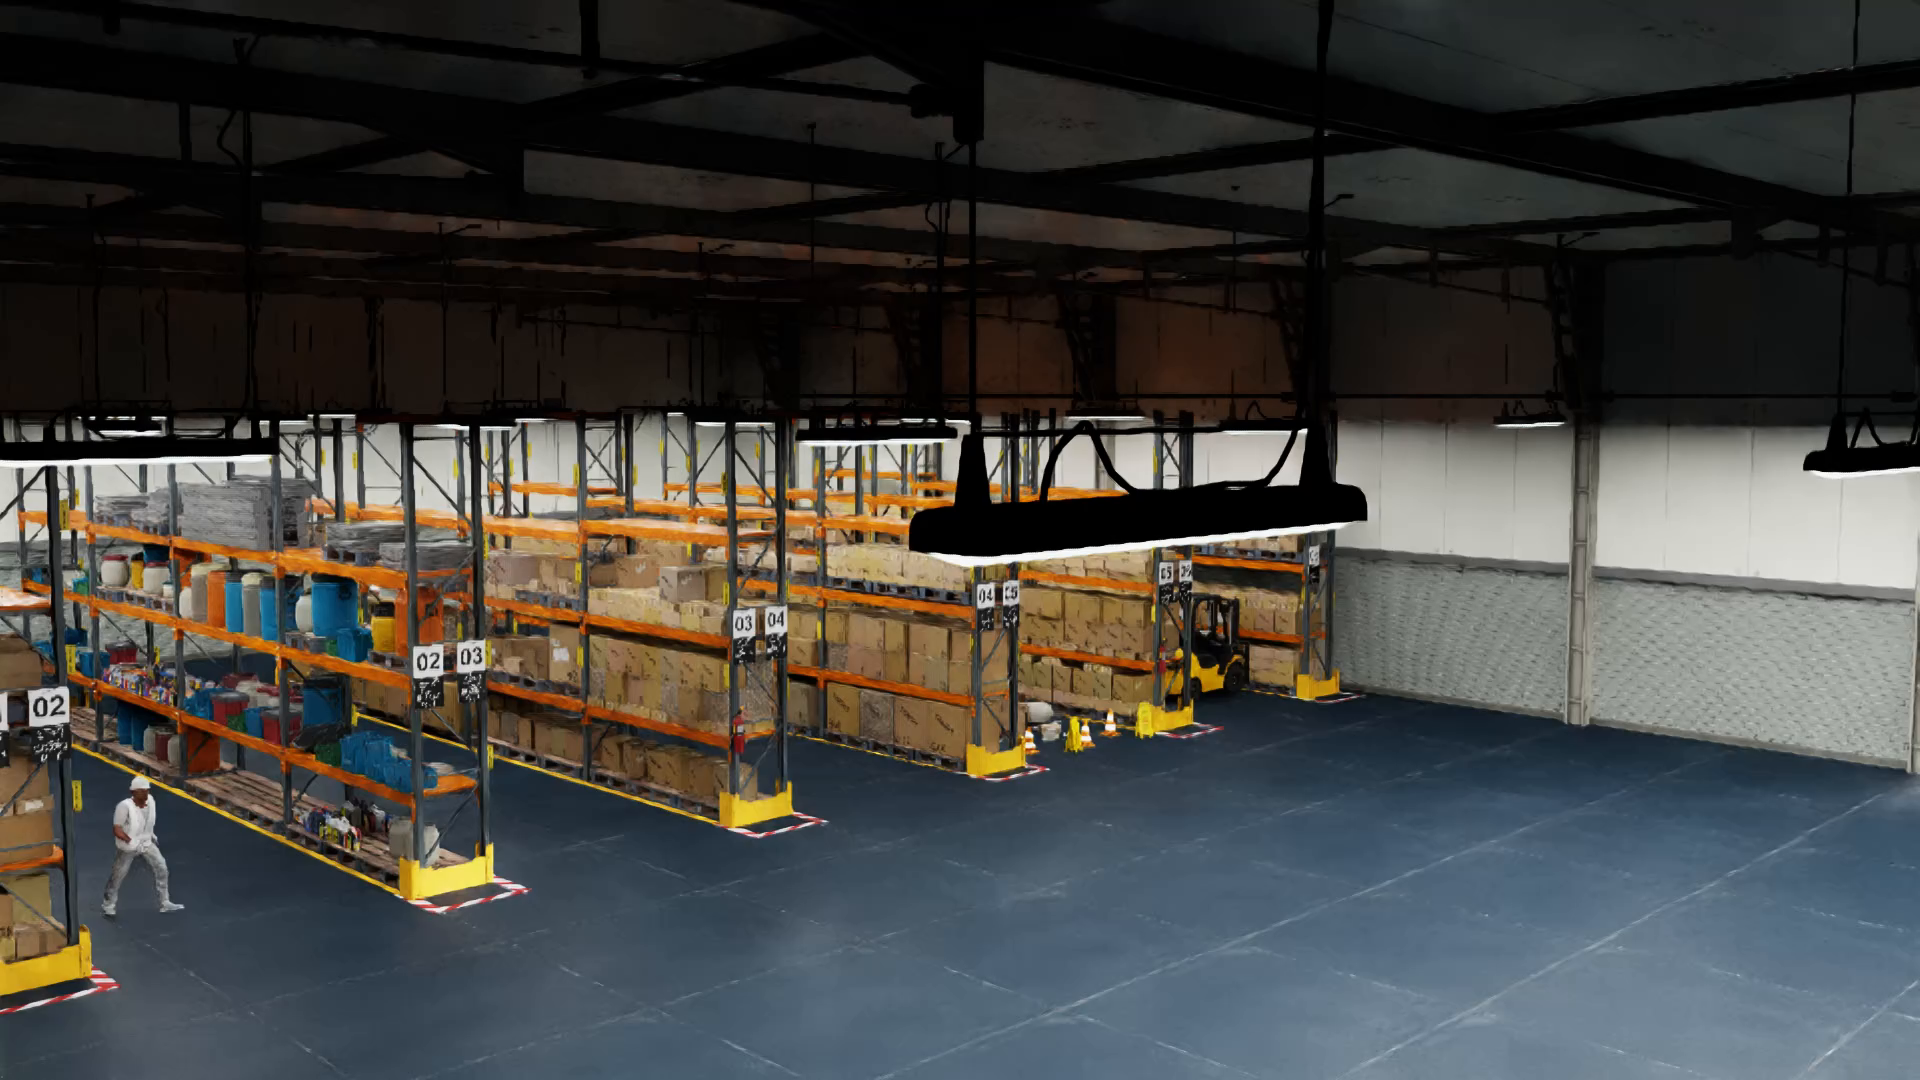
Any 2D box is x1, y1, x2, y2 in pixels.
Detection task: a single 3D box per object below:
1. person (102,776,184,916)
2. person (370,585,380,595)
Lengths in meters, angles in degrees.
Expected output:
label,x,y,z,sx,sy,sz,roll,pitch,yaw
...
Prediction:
label,x,y,z,sx,sy,sz,roll,pitch,yaw
person,-10.023,3.712,20.223,0.846,1.722,0.692,3,6,28
person,-14.447,1.924,40.958,0.574,1.726,0.677,5,7,43
